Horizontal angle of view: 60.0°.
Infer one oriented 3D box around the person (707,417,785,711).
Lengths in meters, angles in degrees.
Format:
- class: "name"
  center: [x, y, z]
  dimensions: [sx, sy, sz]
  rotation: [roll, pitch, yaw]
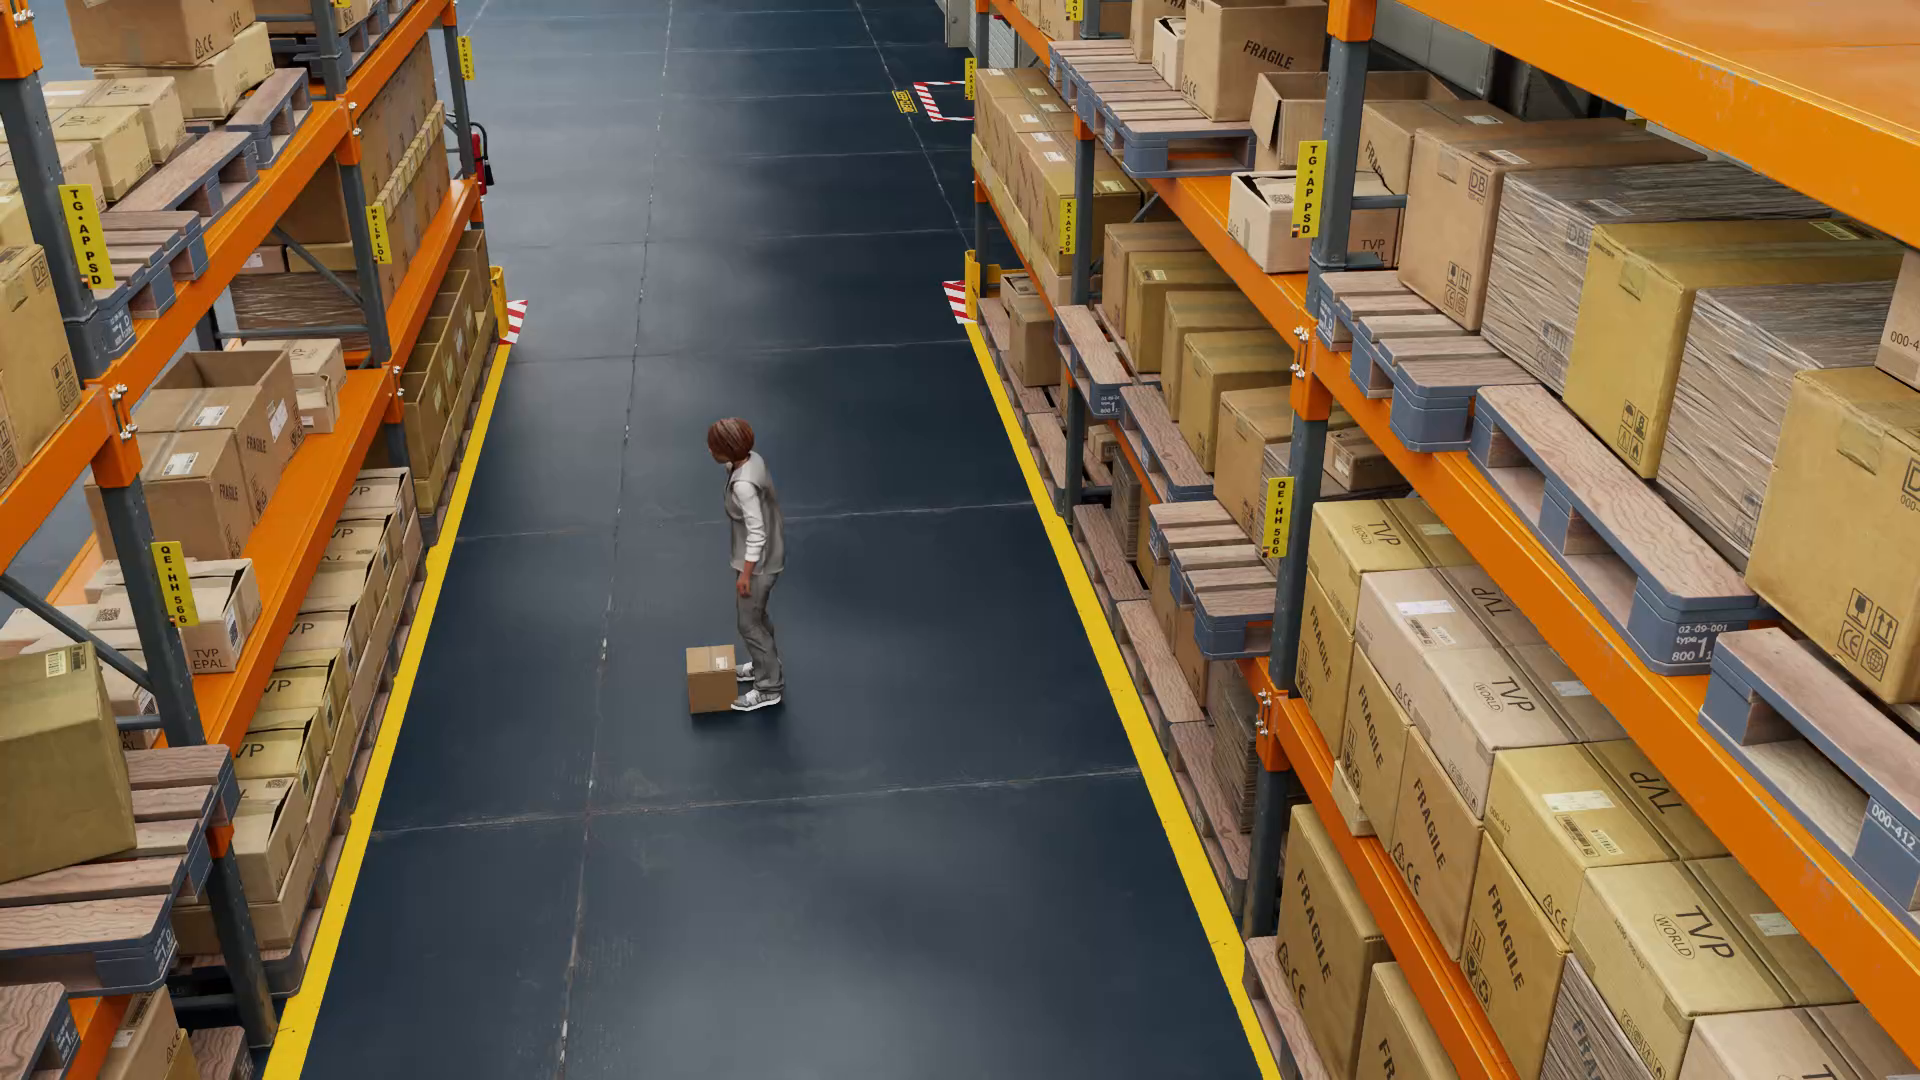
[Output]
- class: "person"
  center: [-1.056, 0.109, 8.421]
  dimensions: [0.344, 1.593, 0.463]
  rotation: [-4, 28, -7]
